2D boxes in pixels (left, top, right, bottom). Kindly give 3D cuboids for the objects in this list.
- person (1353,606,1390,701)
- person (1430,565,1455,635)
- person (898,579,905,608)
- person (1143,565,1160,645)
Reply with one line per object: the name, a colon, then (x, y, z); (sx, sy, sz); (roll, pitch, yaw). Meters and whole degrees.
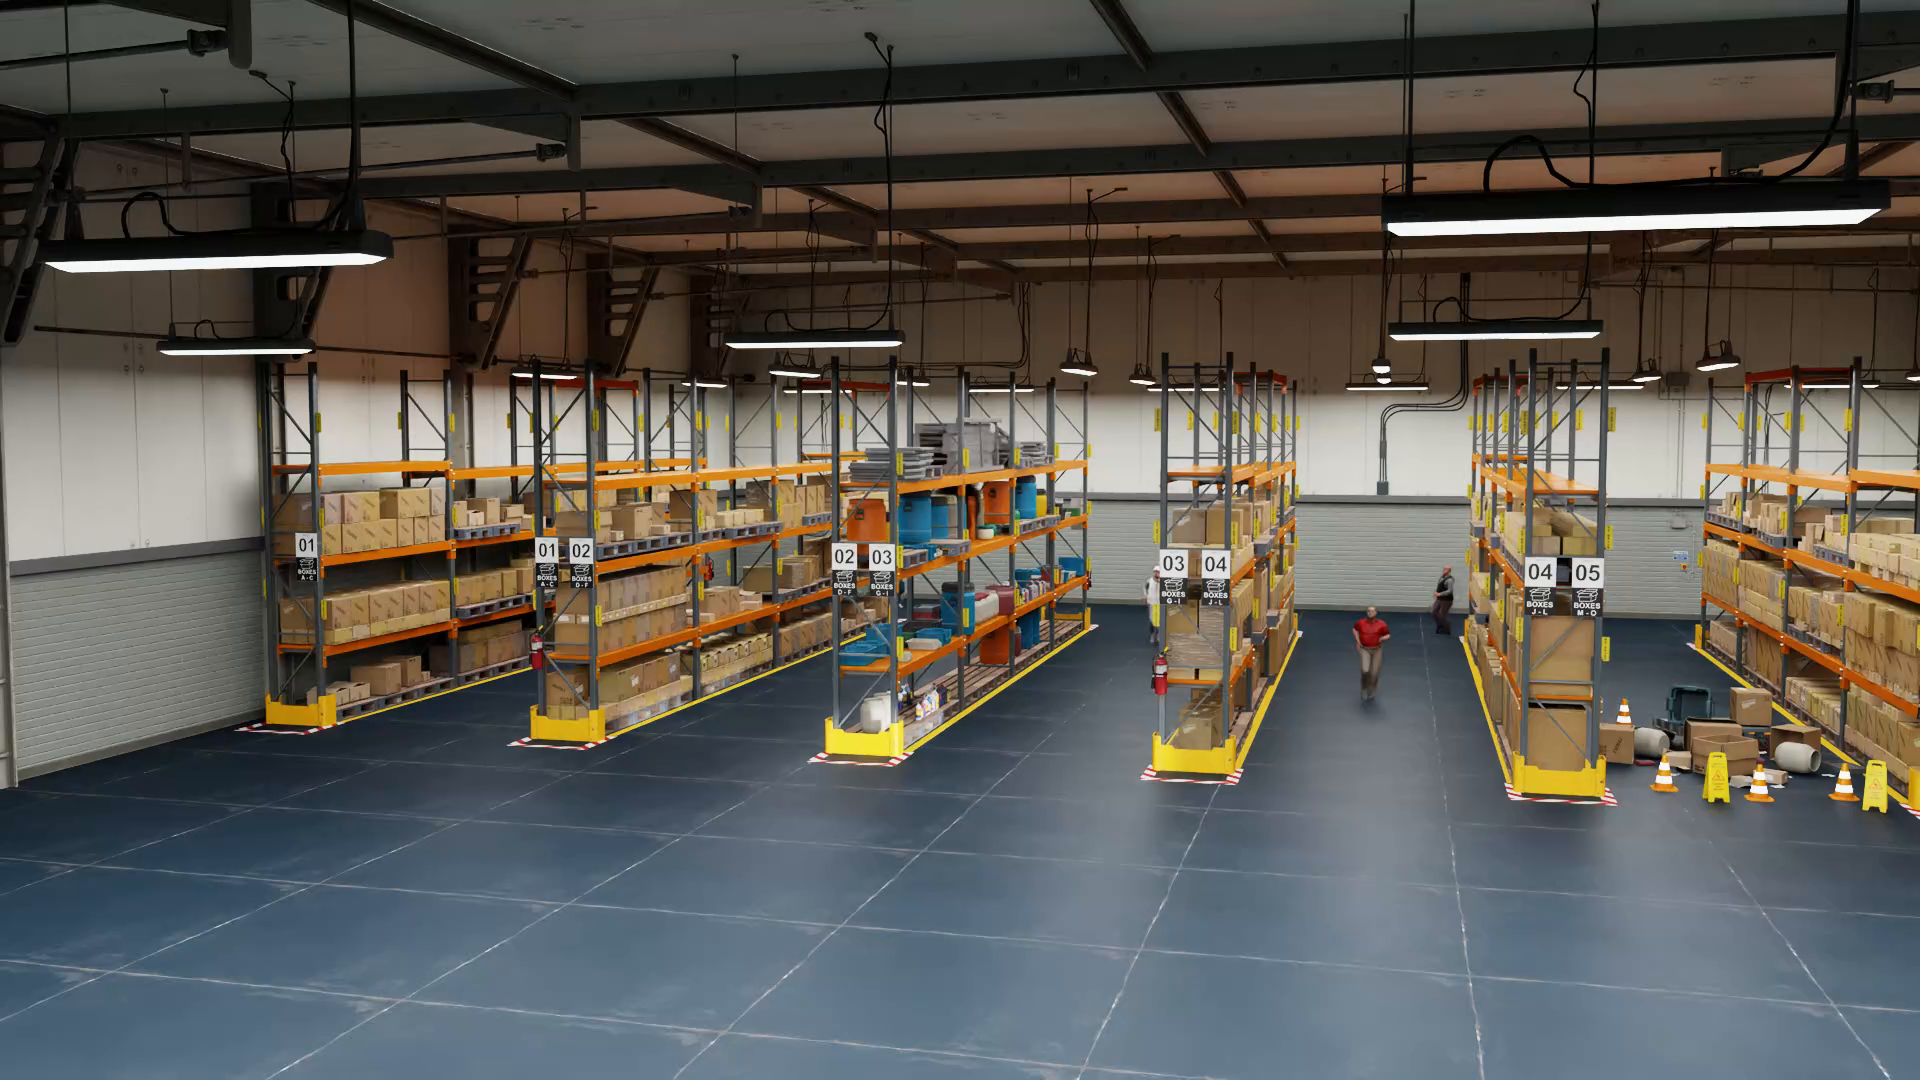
person: (7.414, 2.052, 29.972); (0.648, 1.729, 0.706); (1, 4, 13)
person: (11.347, 1.416, 39.051); (0.599, 1.680, 0.700); (-1, 4, -13)
person: (-1.755, 1.056, 45.293); (0.538, 1.559, 0.558); (-1, 4, -20)
person: (4.463, 1.472, 37.693); (0.627, 1.800, 0.726); (0, 4, 5)
